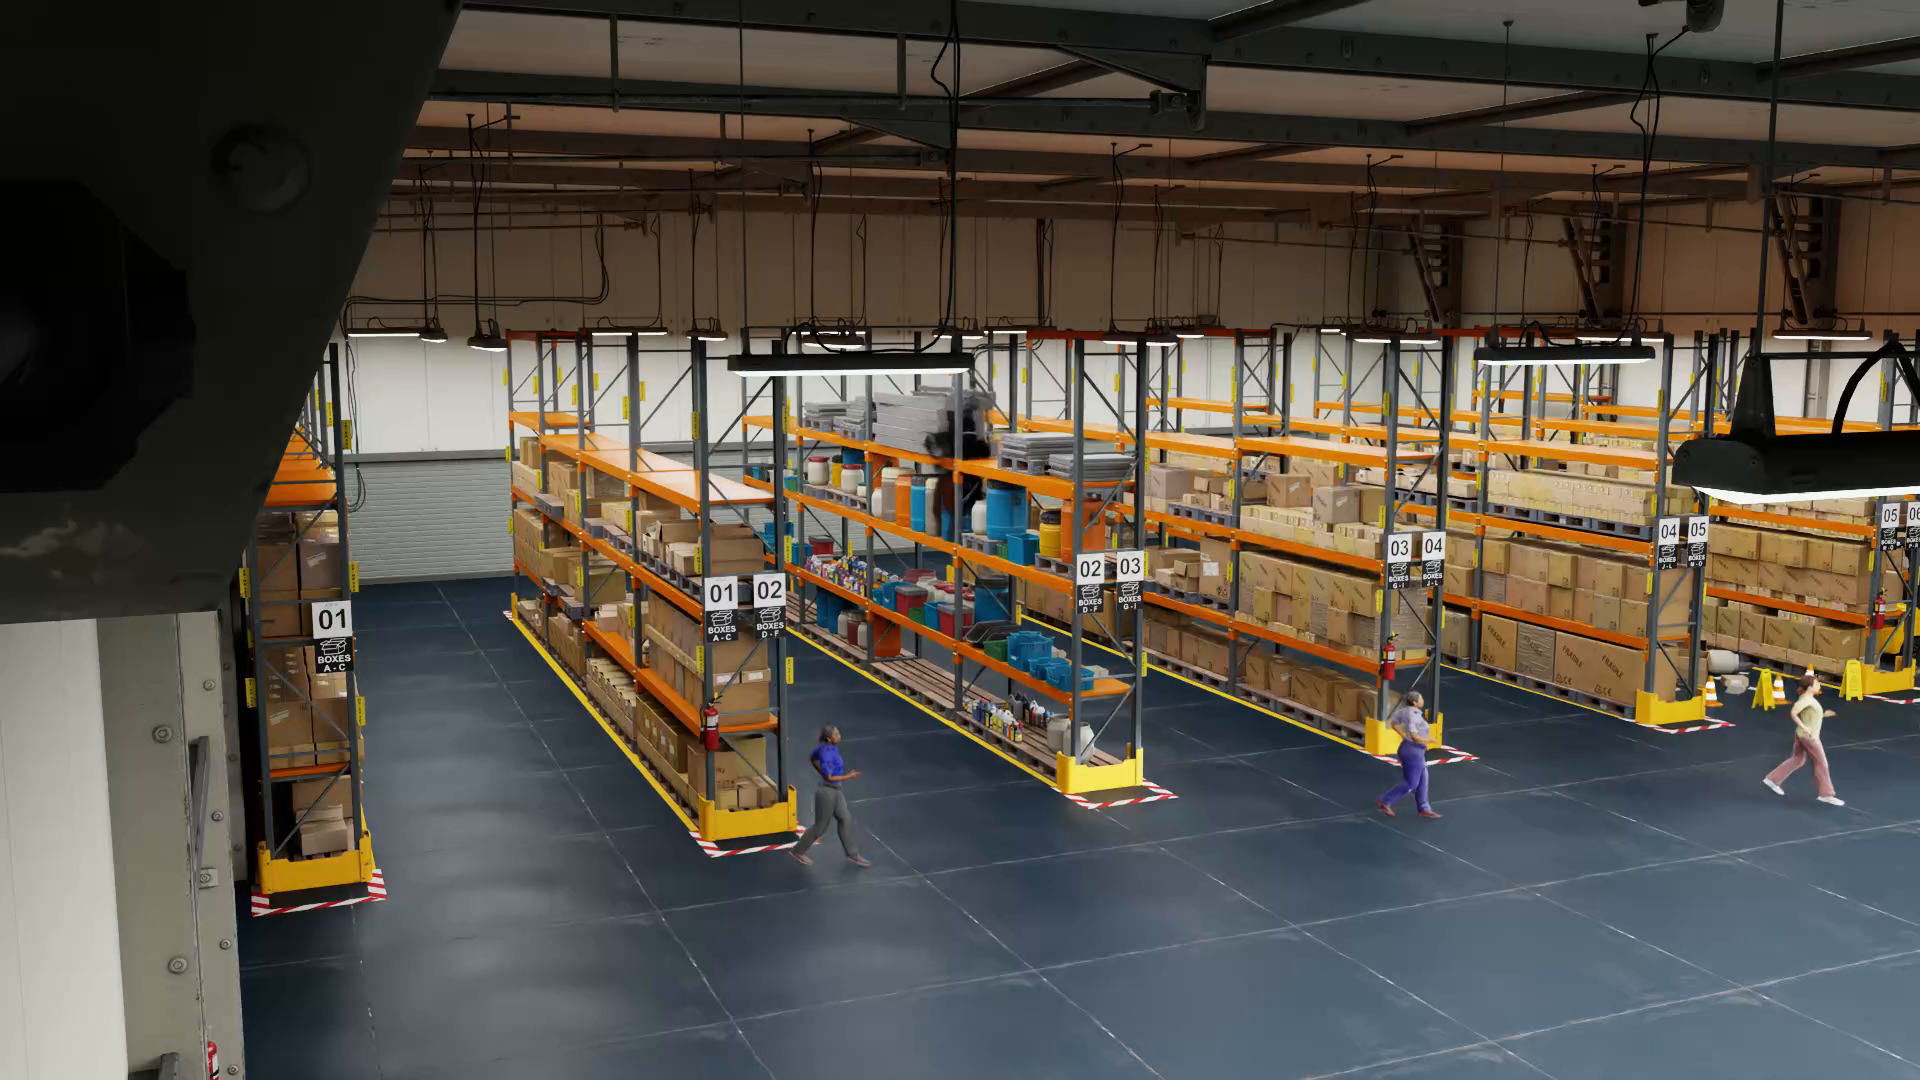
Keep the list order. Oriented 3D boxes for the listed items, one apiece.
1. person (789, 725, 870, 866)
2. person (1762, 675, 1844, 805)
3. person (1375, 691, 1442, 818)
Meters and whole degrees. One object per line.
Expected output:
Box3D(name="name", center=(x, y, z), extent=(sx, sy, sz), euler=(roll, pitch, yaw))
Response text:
Box3D(name="person", center=(-1.488, 2.921, 18.939), extent=(0.914, 1.670, 0.585), euler=(0, 8, 3))
Box3D(name="person", center=(10.955, 2.561, 21.516), extent=(0.957, 1.666, 0.569), euler=(2, 8, 17))
Box3D(name="person", center=(5.623, 2.685, 20.786), extent=(0.859, 1.635, 0.615), euler=(0, 8, 1))
